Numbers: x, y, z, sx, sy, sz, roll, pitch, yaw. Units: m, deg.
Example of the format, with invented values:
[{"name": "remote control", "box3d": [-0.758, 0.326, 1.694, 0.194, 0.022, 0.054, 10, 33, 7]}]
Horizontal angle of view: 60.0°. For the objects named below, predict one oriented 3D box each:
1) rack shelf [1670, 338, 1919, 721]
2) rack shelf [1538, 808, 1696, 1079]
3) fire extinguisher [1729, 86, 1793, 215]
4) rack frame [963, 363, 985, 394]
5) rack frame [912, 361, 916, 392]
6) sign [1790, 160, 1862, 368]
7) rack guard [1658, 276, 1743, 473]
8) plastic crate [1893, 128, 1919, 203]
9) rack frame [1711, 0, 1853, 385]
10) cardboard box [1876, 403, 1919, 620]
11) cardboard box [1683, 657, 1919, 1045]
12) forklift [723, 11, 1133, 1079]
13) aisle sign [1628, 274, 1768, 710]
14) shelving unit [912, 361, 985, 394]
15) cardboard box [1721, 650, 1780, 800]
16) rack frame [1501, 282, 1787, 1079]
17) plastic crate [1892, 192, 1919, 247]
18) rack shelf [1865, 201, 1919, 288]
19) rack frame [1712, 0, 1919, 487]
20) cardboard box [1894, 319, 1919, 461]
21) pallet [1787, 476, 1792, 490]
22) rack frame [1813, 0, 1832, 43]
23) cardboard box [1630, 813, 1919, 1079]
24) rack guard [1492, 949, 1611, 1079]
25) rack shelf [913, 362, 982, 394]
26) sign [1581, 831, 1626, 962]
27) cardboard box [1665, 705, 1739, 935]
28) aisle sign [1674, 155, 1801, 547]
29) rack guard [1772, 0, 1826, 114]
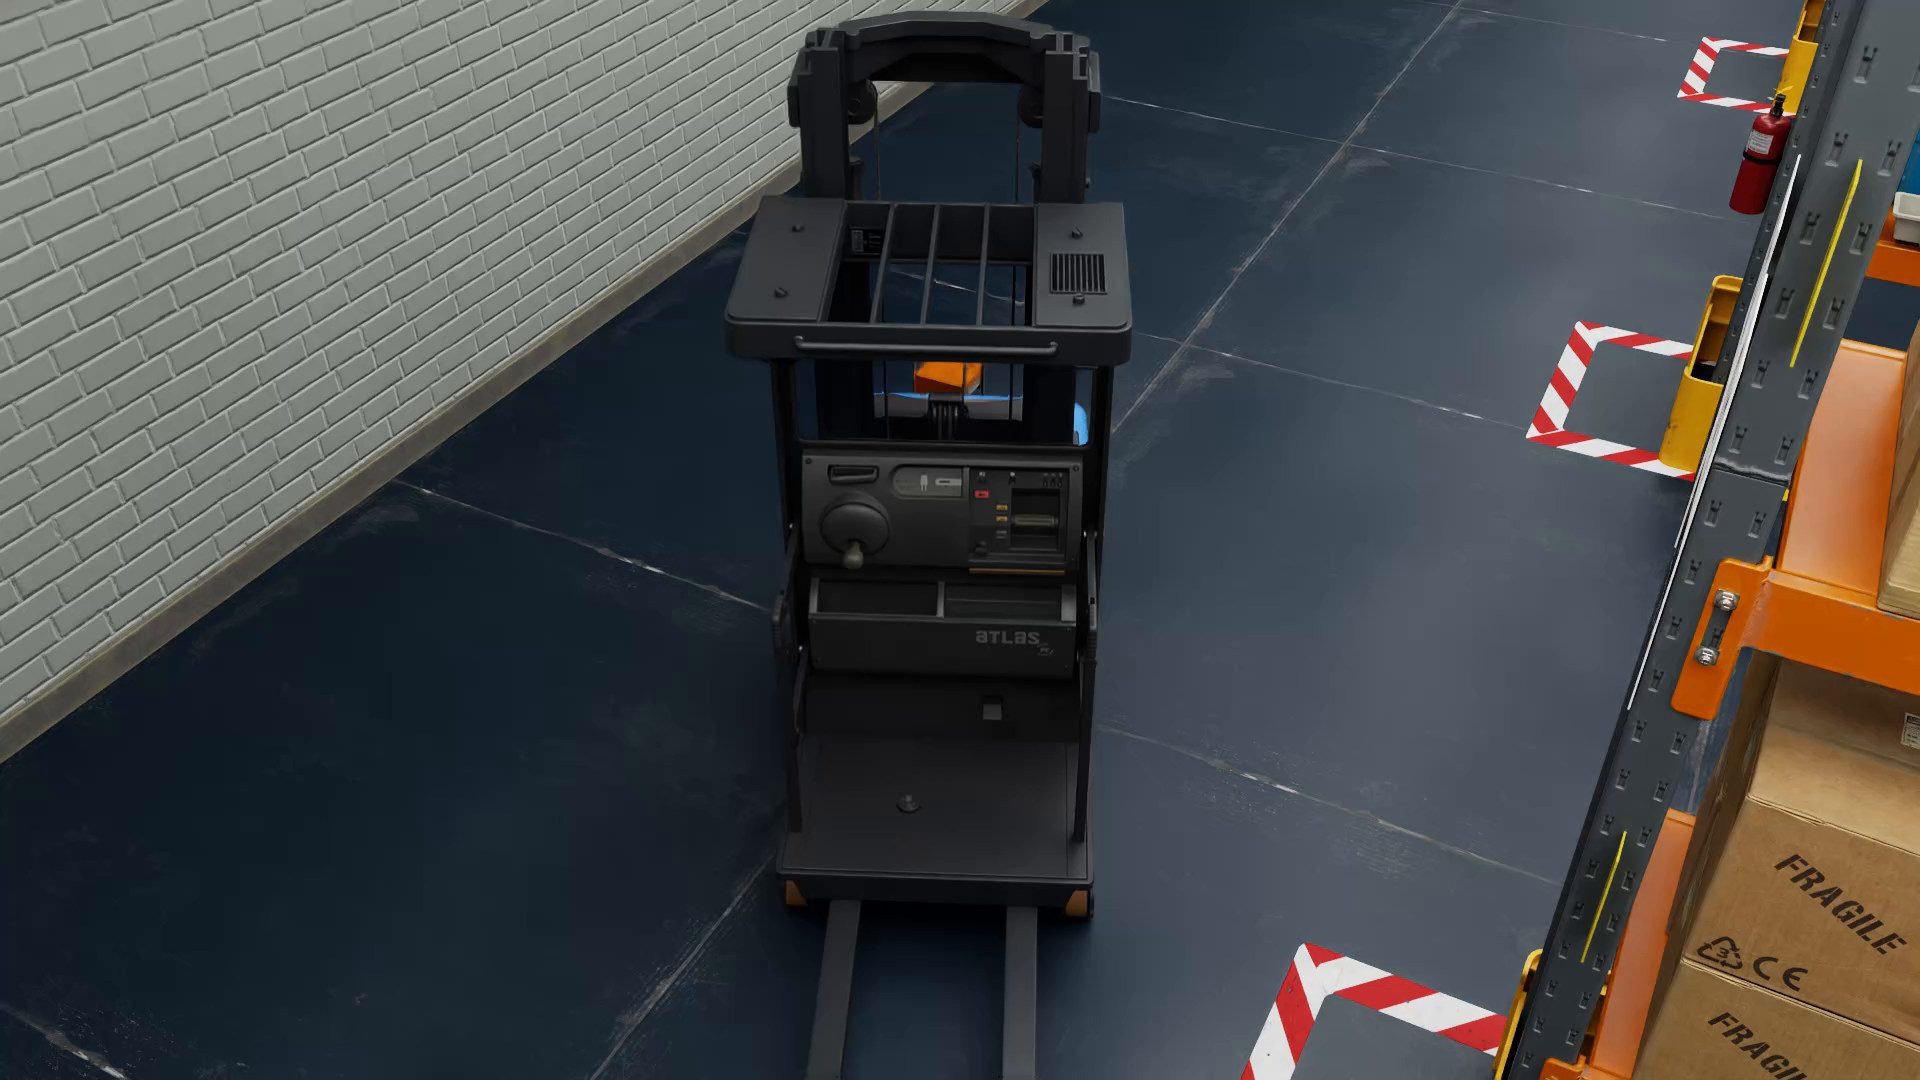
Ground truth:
[{"name": "rack shelf", "box3d": [3.398, 0.464, 2.772, 4.000, 0.370, 1.077, 17, 41, 21]}, {"name": "rack shelf", "box3d": [3.398, 1.659, 3.679, 4.000, 0.370, 1.077, 17, 41, 21]}, {"name": "fire extinguisher", "box3d": [3.979, -1.949, 8.209, 0.183, 0.674, 0.296, 17, 41, 21]}, {"name": "rack frame", "box3d": [0.061, -0.399, 7.407, 0.008, 1.050, 0.200, 17, 41, 21]}, {"name": "rack frame", "box3d": [-0.156, -0.467, 7.497, 0.008, 1.050, 0.200, 17, 41, 21]}, {"name": "sign", "box3d": [1.373, -0.435, 2.639, 0.005, 0.325, 0.100, 17, 41, 21]}, {"name": "rack guard", "box3d": [3.876, -0.846, 8.451, 0.348, 0.500, 1.175, 17, 41, 21]}, {"name": "plastic crate", "box3d": [4.287, -1.887, 7.676, 0.499, 0.435, 0.616, 17, 41, 21]}, {"name": "rack frame", "box3d": [3.904, -1.842, 7.696, 0.127, 3.000, 1.000, 17, 41, 21]}, {"name": "cardboard box", "box3d": [1.962, -0.039, 2.964, 0.500, 0.250, 0.500, 17, 41, 21]}, {"name": "cardboard box", "box3d": [1.895, 0.643, 3.512, 0.500, 0.500, 0.500, 19, 41, 23]}, {"name": "forklift", "box3d": [-0.068, -0.021, 5.354, 1.130, 2.935, 3.031, 2, 37, 2]}, {"name": "aisle sign", "box3d": [1.427, -0.081, 3.225, 0.004, 0.787, 0.394, 17, 41, 21]}, {"name": "shelving unit", "box3d": [-0.047, -0.433, 7.452, 0.252, 1.050, 0.215, 17, 41, 21]}, {"name": "cardboard box", "box3d": [2.144, 0.354, 3.893, 0.500, 0.500, 0.500, 17, 40, 21]}, {"name": "rack frame", "box3d": [1.622, 0.816, 4.194, 0.127, 3.000, 1.000, 17, 41, 21]}, {"name": "plastic crate", "box3d": [4.218, -1.382, 7.258, 0.298, 0.136, 0.250, 17, 41, 21]}, {"name": "rack shelf", "box3d": [5.680, -0.999, 7.181, 4.000, 0.370, 1.077, 17, 41, 21]}, {"name": "rack frame", "box3d": [1.622, -1.573, 2.380, 0.127, 3.000, 1.000, 17, 41, 21]}, {"name": "cardboard box", "box3d": [2.200, -0.317, 3.330, 0.500, 0.250, 0.500, 17, 41, 21]}, {"name": "pallet", "box3d": [4.618, -0.481, 8.209, 1.213, 0.211, 1.003, 17, 41, 21]}, {"name": "rack frame", "box3d": [6.181, -4.501, 11.199, 0.127, 3.000, 1.000, 17, 41, 21]}, {"name": "cardboard box", "box3d": [1.895, 1.041, 3.814, 0.500, 0.500, 0.500, 18, 41, 22]}, {"name": "rack guard", "box3d": [1.690, 1.833, 4.922, 0.348, 0.500, 1.175, 17, 41, 21]}, {"name": "rack shelf", "box3d": [-0.047, -0.651, 7.287, 0.240, 0.259, 0.215, 17, 41, 21]}, {"name": "sign", "box3d": [1.373, 0.763, 3.548, 0.005, 0.325, 0.100, 17, 41, 21]}, {"name": "cardboard box", "box3d": [2.145, 0.755, 4.192, 0.500, 0.500, 0.500, 19, 41, 23]}, {"name": "aisle sign", "box3d": [1.703, -0.403, 3.649, 0.004, 0.787, 0.394, 17, 41, 21]}, {"name": "rack guard", "box3d": [6.160, -3.512, 11.964, 0.348, 0.500, 1.175, 17, 41, 21]}]
